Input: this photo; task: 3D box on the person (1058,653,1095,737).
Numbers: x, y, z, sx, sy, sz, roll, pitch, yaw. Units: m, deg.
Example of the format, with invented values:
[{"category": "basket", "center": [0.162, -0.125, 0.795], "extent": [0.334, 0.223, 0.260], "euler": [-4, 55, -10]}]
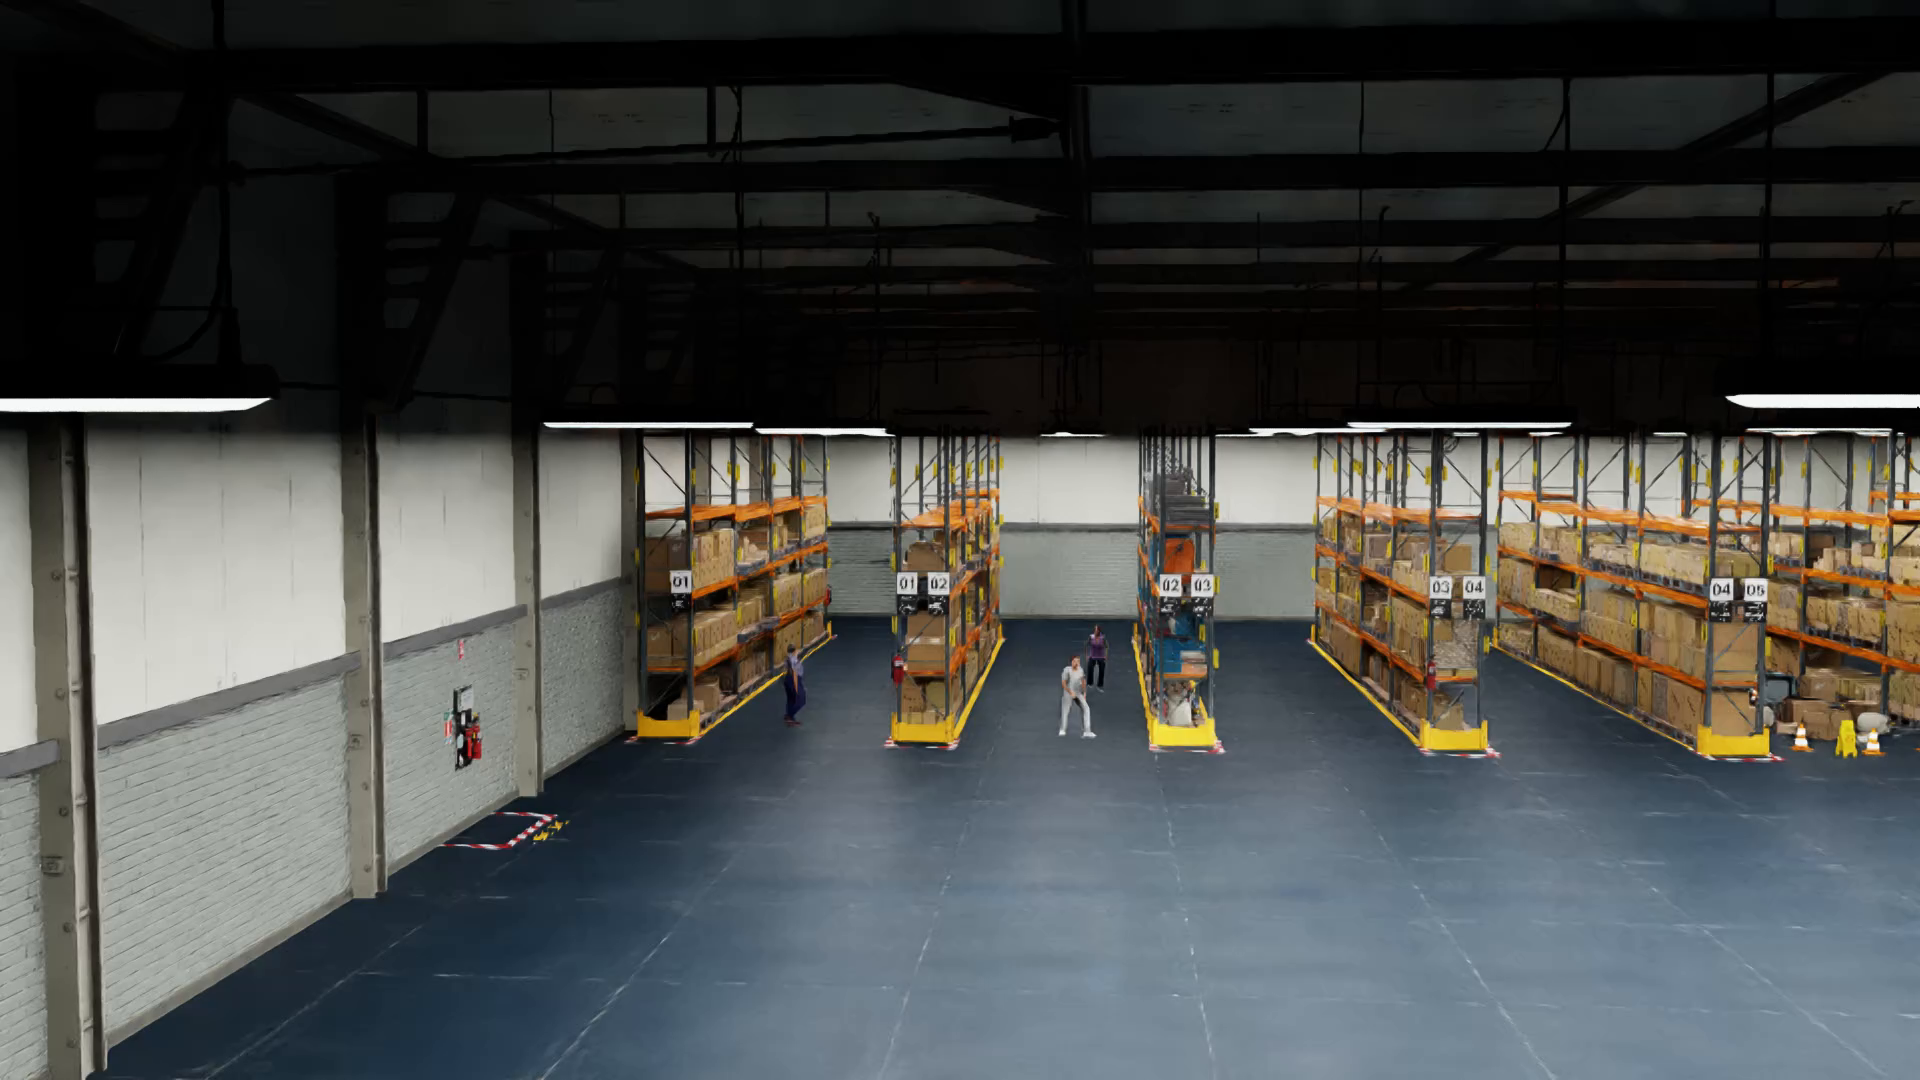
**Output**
[{"category": "person", "center": [2.195, 2.970, 31.904], "extent": [0.601, 1.615, 0.770], "euler": [-1, 4, -16]}]

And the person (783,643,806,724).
[{"category": "person", "center": [-3.340, 2.879, 33.225], "extent": [0.425, 1.645, 0.539], "euler": [-2, 4, -24]}]

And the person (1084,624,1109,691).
[{"category": "person", "center": [3.094, 2.664, 37.719], "extent": [0.566, 1.541, 0.519], "euler": [0, 3, 3]}]

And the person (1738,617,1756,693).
[{"category": "person", "center": [17.763, 2.585, 37.617], "extent": [0.550, 1.654, 0.586], "euler": [2, 4, 30]}]
